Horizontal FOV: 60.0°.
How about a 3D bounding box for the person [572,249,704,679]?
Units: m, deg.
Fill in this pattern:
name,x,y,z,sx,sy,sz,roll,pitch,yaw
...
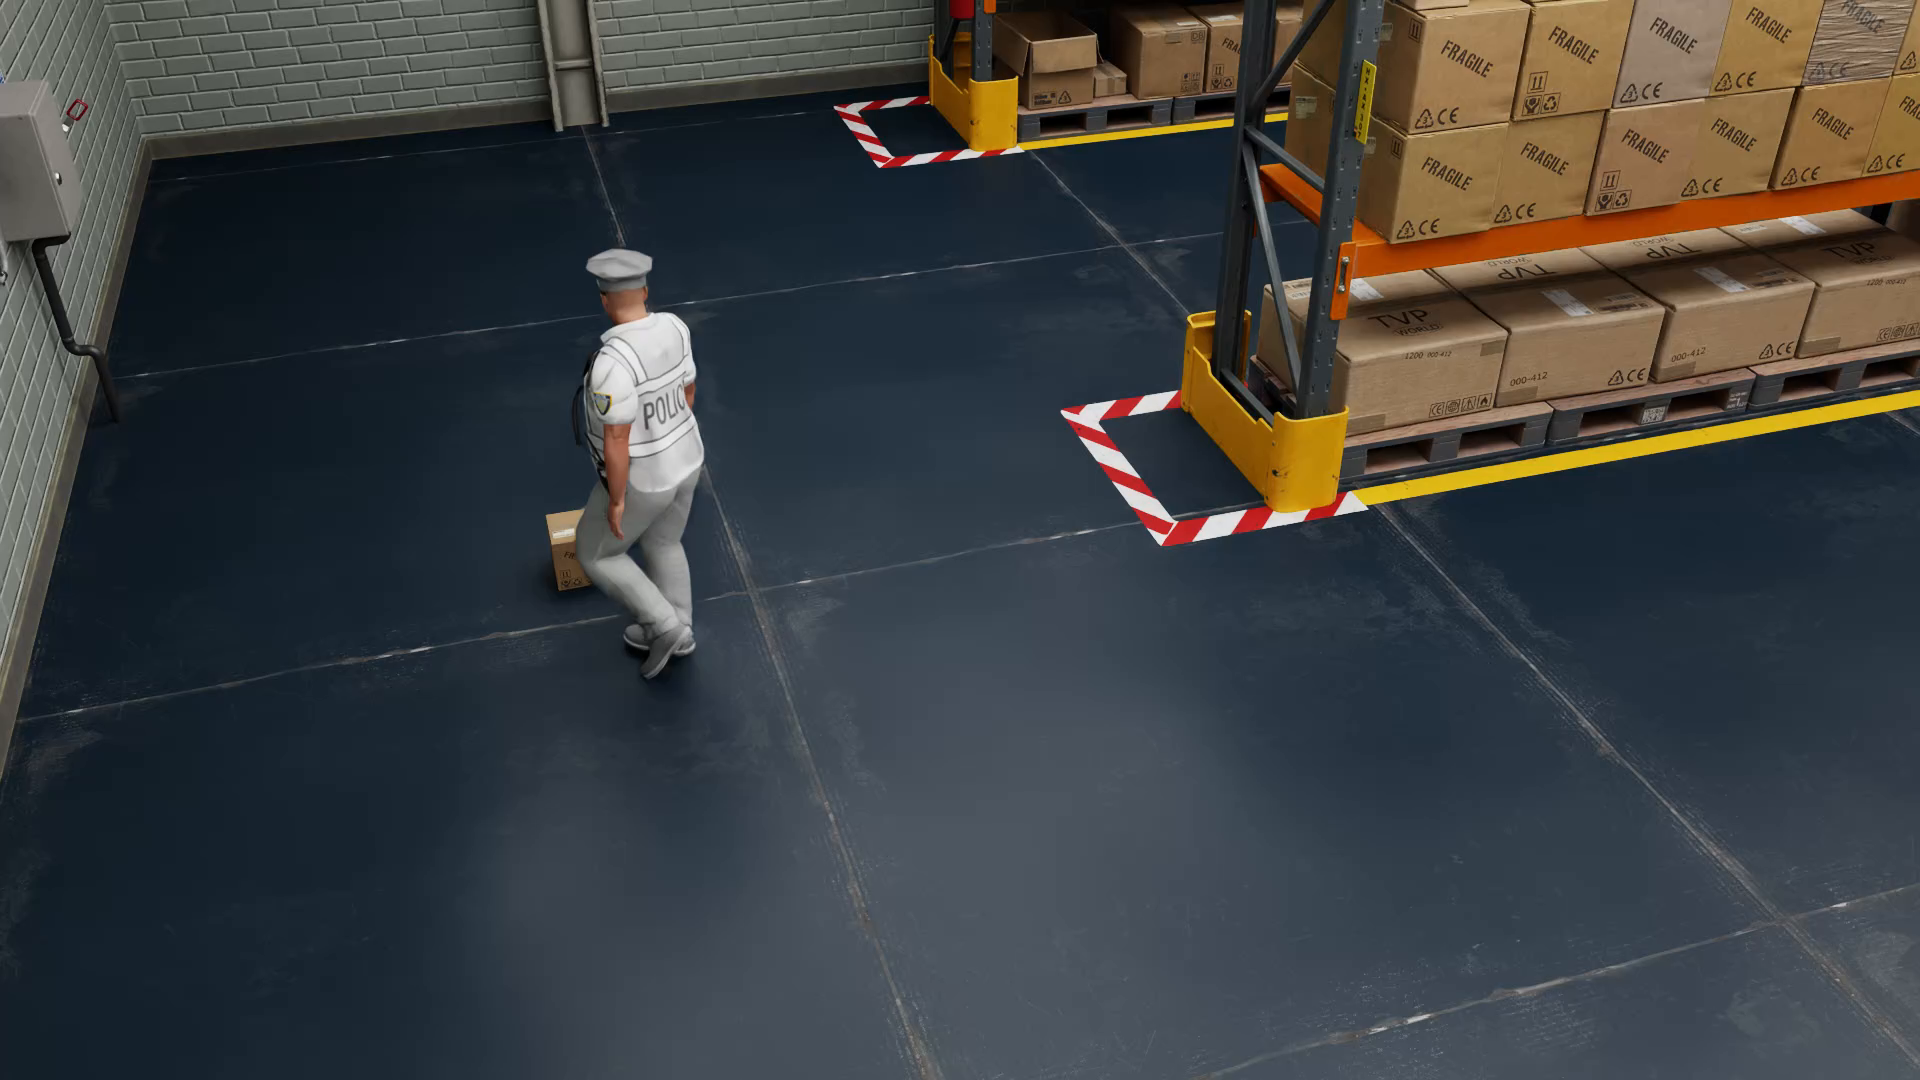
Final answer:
name,x,y,z,sx,sy,sz,roll,pitch,yaw
person,-1.246,-0.265,6.523,0.464,1.762,0.599,15,36,21
